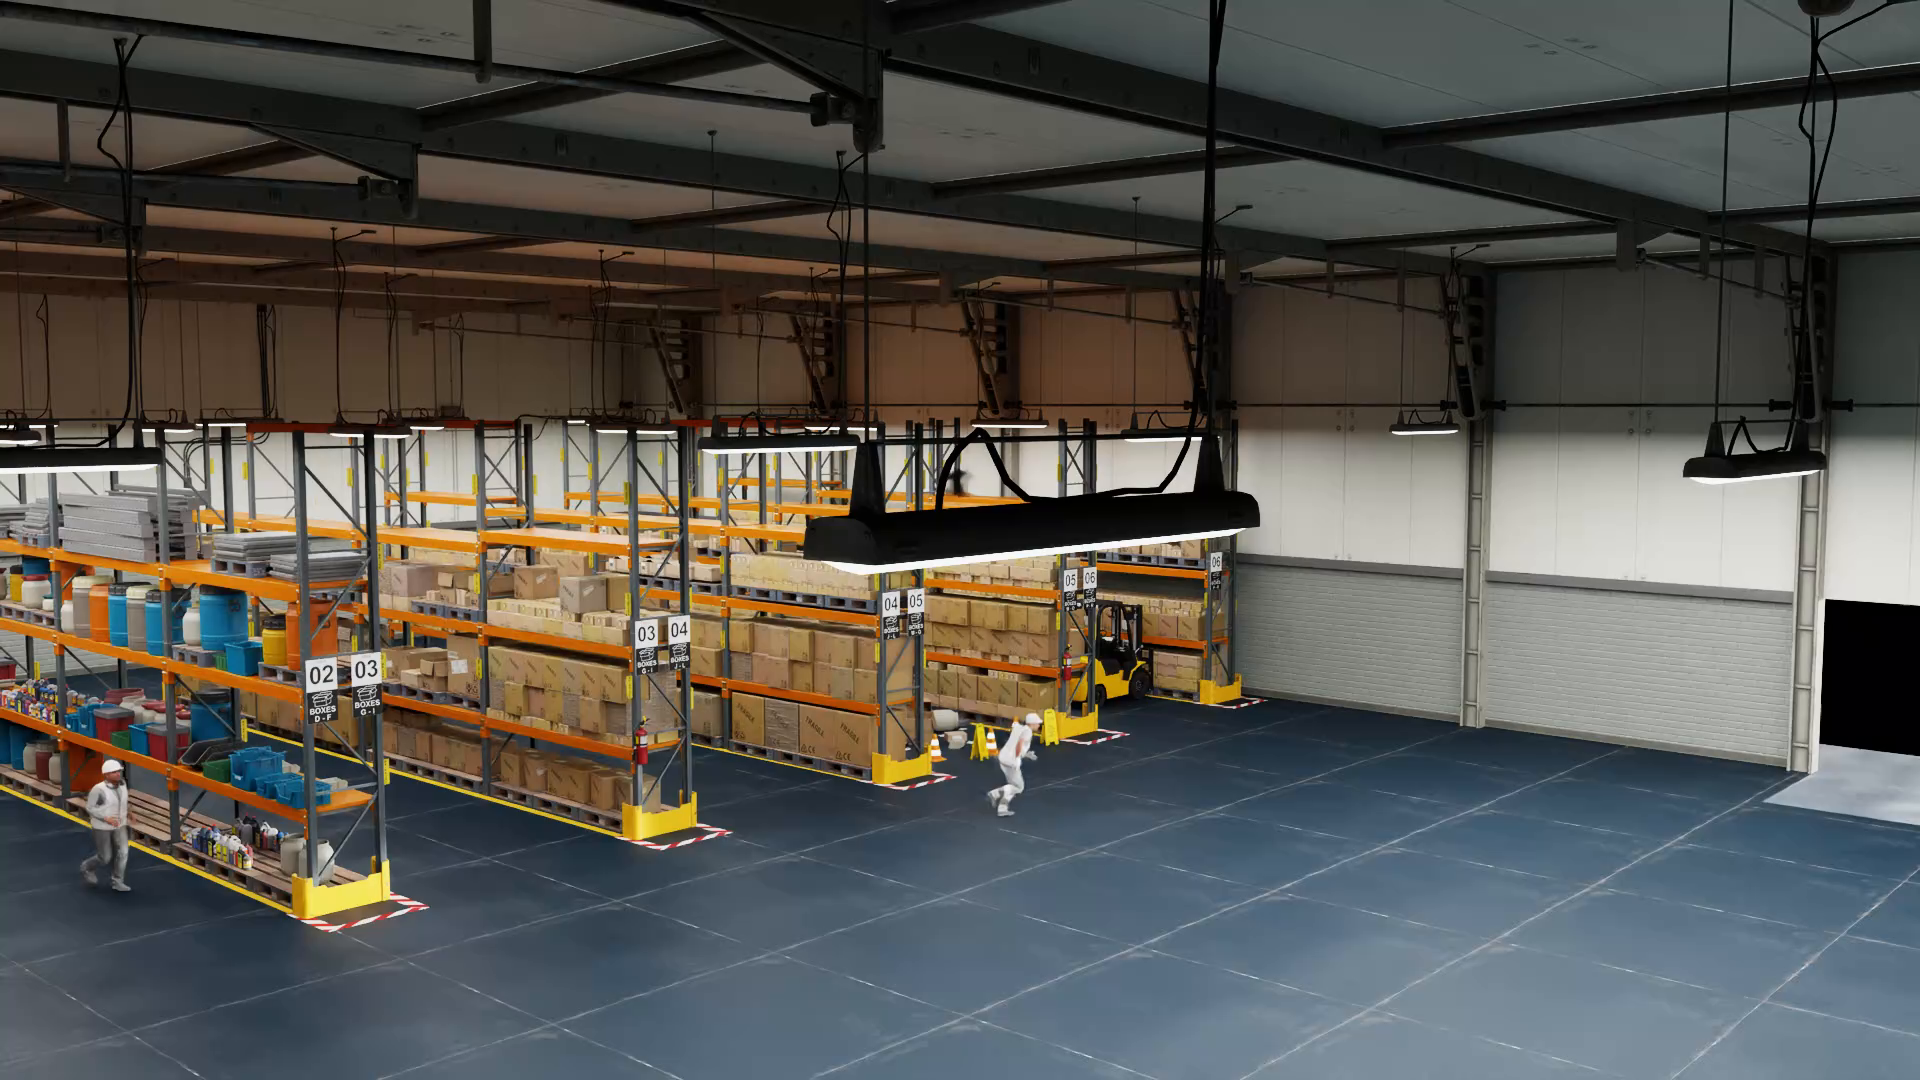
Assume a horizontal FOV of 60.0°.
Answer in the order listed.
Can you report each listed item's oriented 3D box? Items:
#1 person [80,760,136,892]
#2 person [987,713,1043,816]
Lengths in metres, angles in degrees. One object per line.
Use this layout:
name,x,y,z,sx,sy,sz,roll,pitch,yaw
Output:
person,-11.143,3.704,21.658,0.812,1.733,0.654,2,5,27
person,0.853,3.463,25.521,0.900,1.583,0.689,-1,5,-15
